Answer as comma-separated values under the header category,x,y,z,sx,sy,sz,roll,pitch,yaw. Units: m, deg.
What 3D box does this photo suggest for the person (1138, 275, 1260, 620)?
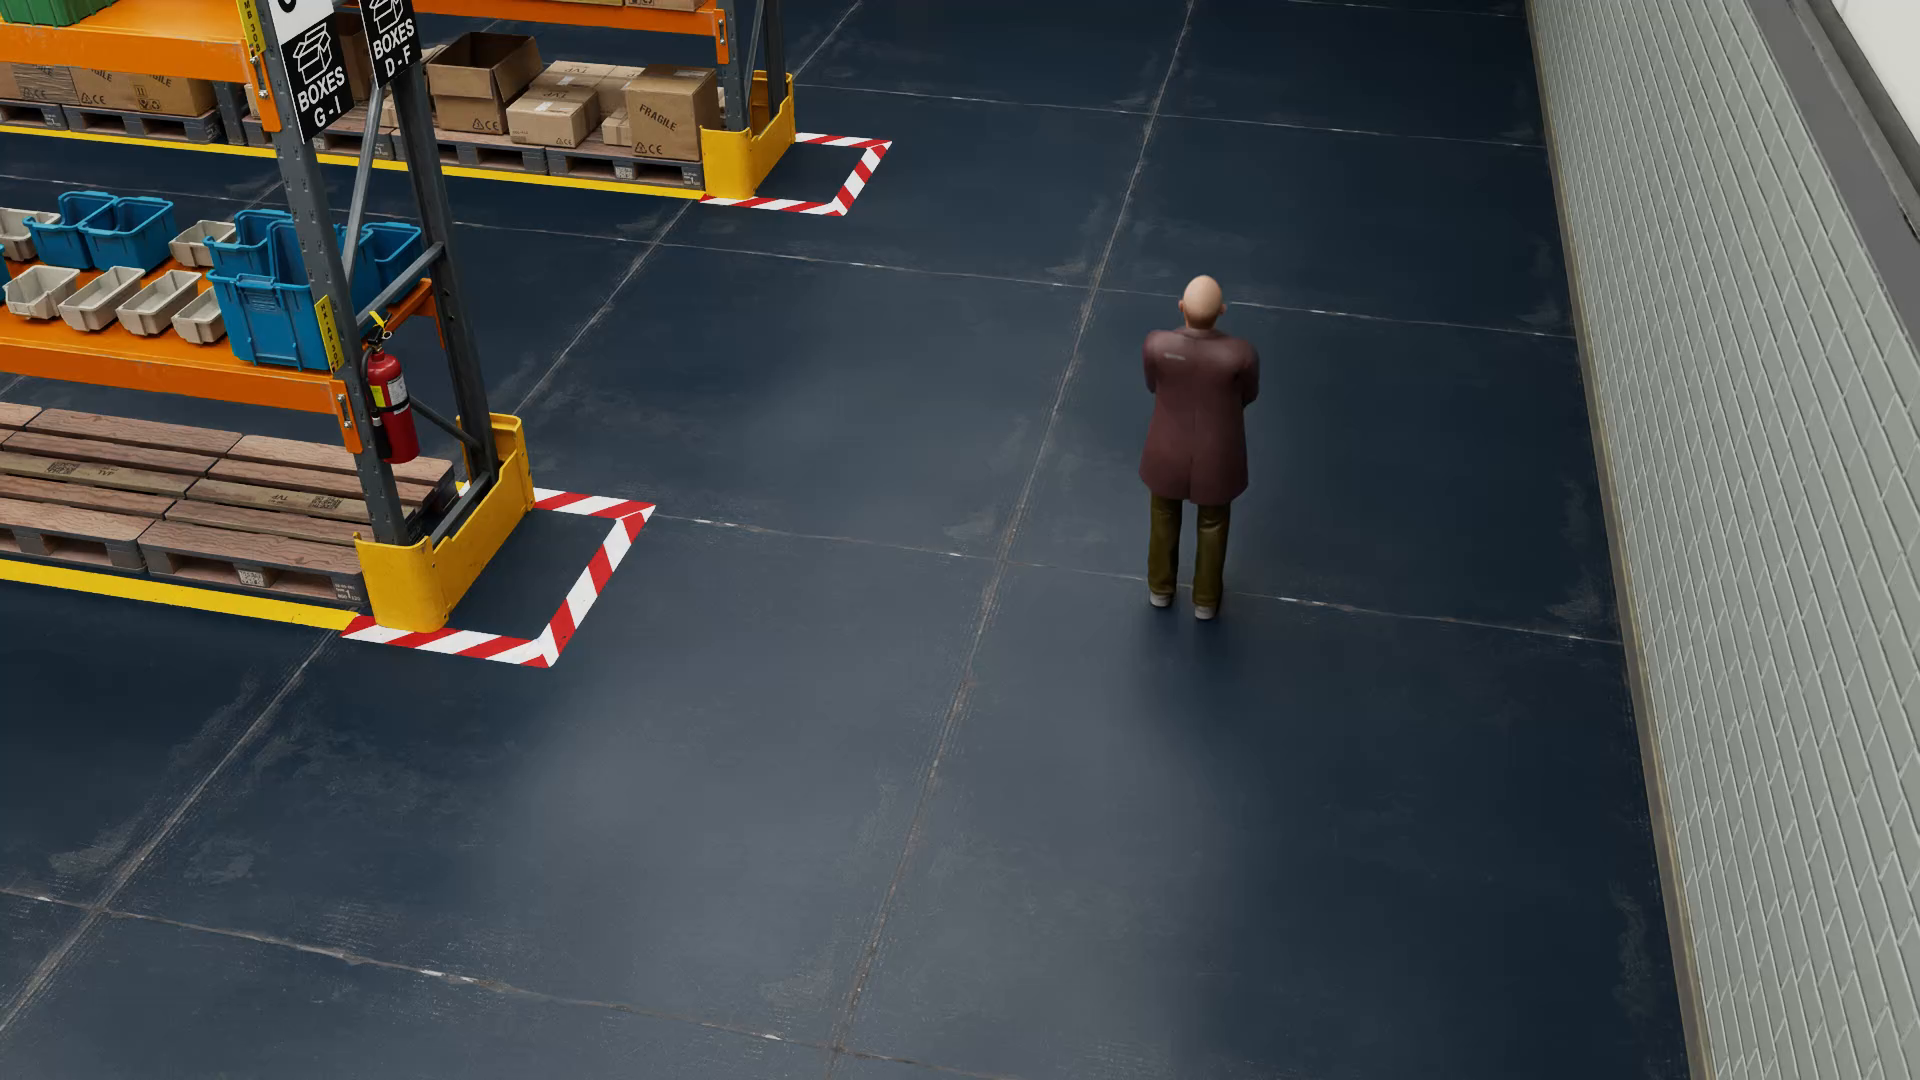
category,x,y,z,sx,sy,sz,roll,pitch,yaw
person,1.085,-0.480,7.643,0.529,1.770,0.555,8,37,11
